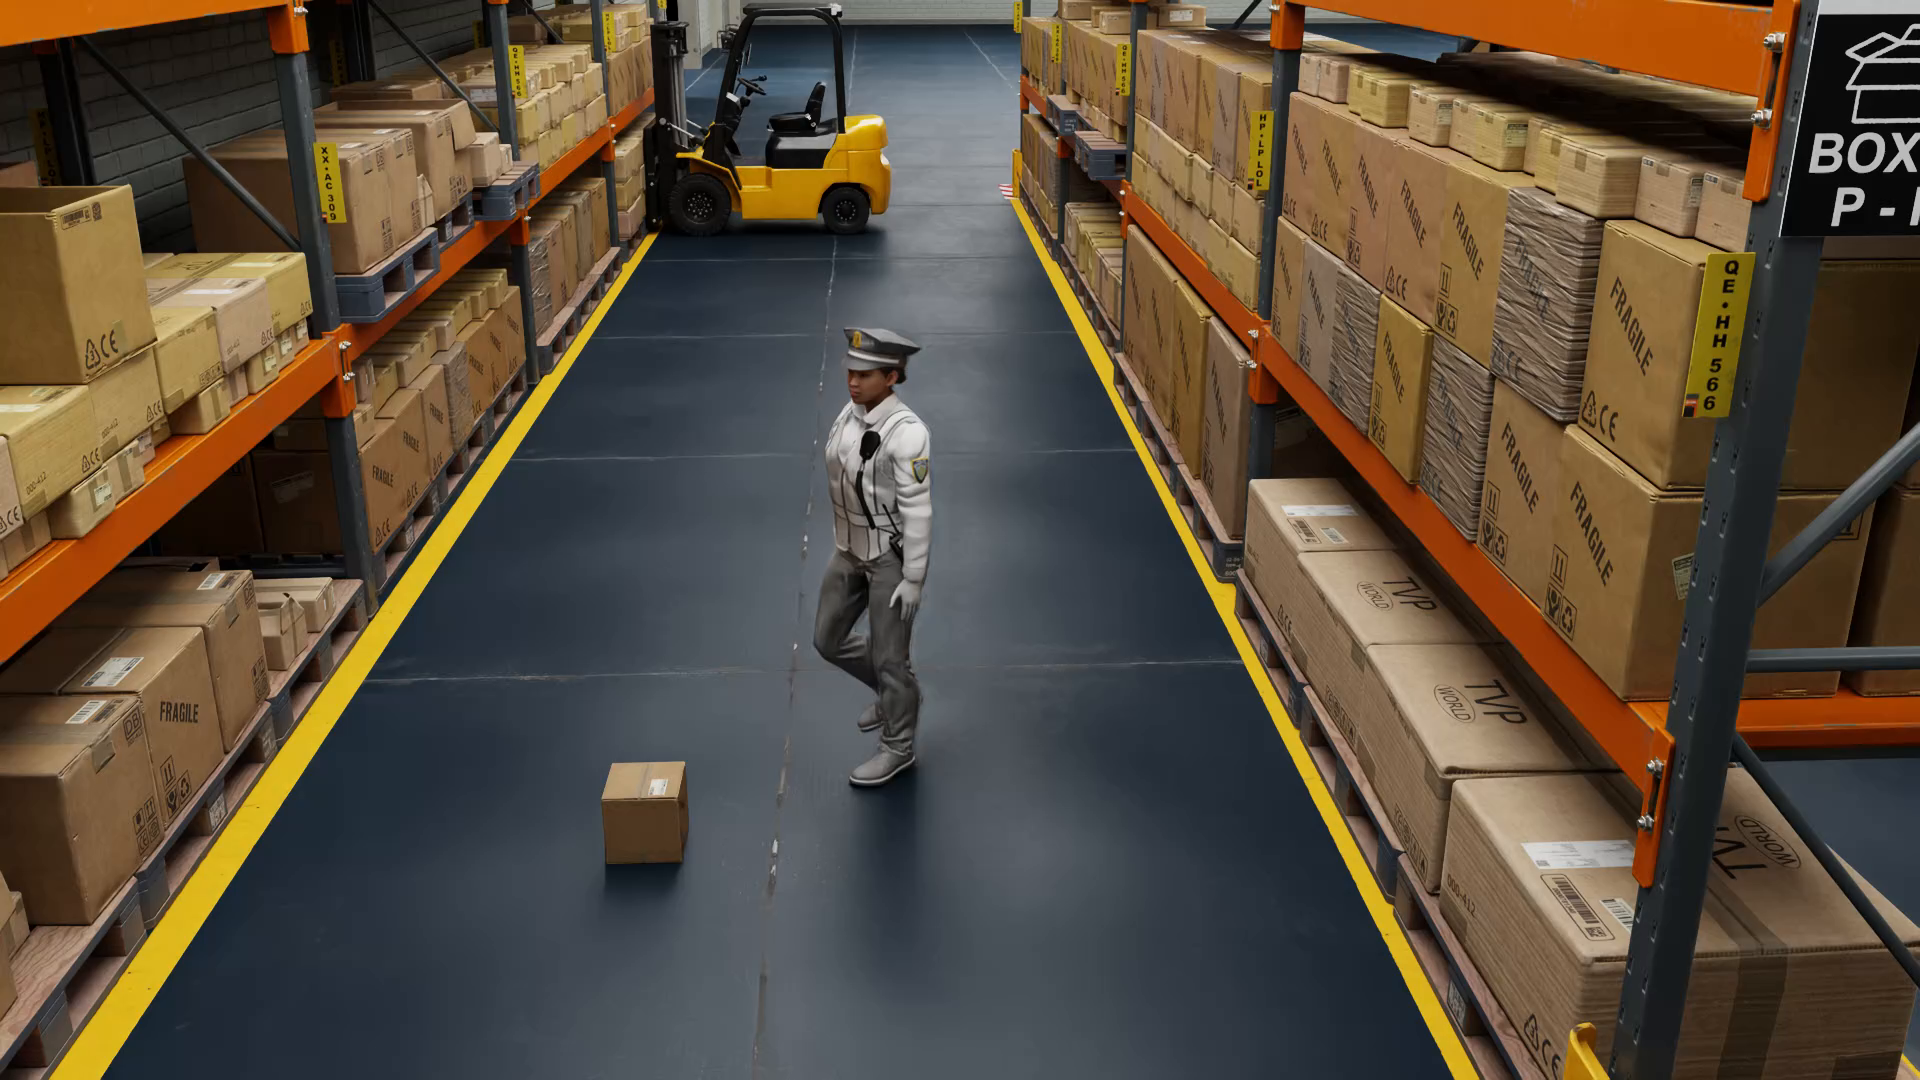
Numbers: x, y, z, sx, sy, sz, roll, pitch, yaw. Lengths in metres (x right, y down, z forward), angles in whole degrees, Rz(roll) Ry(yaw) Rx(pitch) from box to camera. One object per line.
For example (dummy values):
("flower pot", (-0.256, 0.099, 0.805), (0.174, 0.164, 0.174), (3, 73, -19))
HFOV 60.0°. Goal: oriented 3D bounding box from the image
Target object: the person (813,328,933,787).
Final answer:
("person", (-0.252, 0.052, 5.896), (0.440, 1.683, 0.523), (-15, 25, -34))
